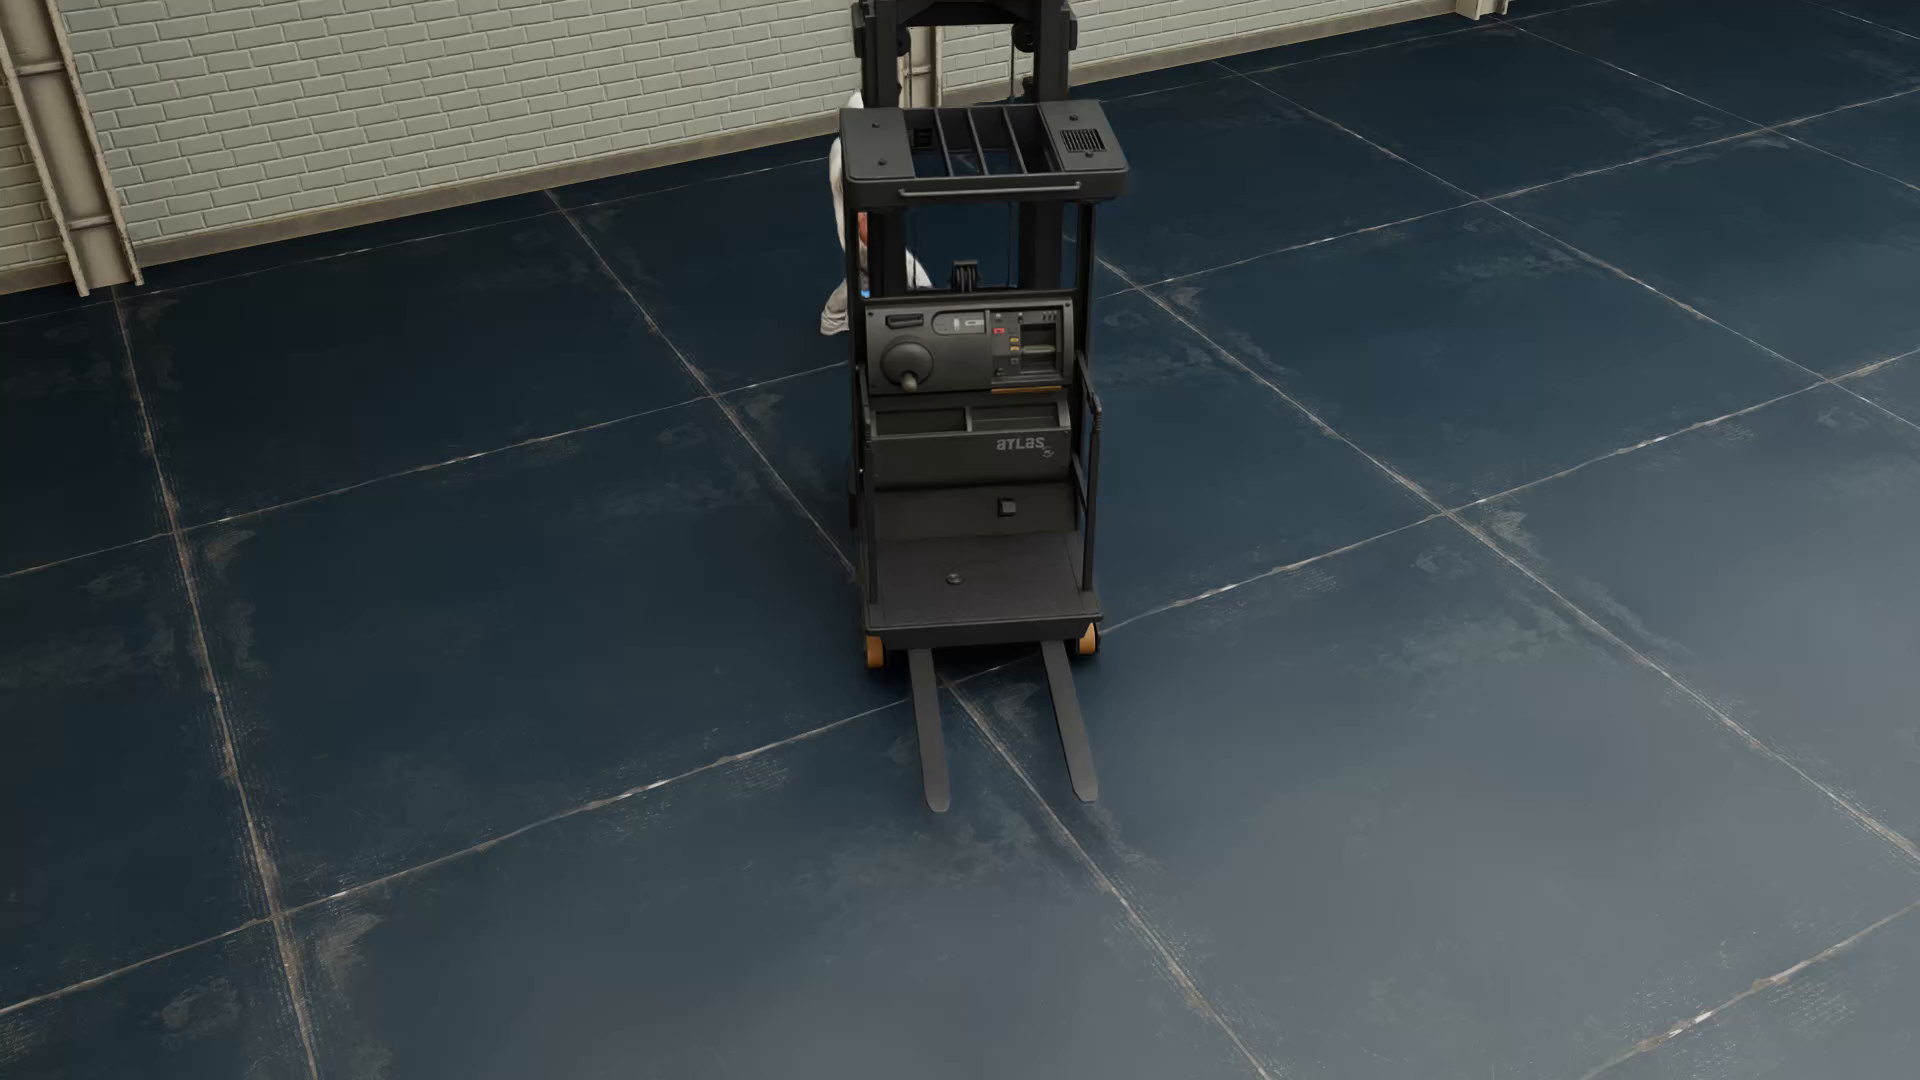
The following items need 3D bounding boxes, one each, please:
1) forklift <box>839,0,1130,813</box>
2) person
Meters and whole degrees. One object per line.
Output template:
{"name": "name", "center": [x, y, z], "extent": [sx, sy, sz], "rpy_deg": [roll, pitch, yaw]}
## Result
{"name": "forklift", "center": [0.069, -0.803, 7.260], "extent": [1.130, 2.935, 3.031], "rpy_deg": [-3, 35, -5]}
{"name": "person", "center": [-0.530, -1.866, 9.897], "extent": [0.660, 1.645, 1.014], "rpy_deg": [-4, 35, -5]}
